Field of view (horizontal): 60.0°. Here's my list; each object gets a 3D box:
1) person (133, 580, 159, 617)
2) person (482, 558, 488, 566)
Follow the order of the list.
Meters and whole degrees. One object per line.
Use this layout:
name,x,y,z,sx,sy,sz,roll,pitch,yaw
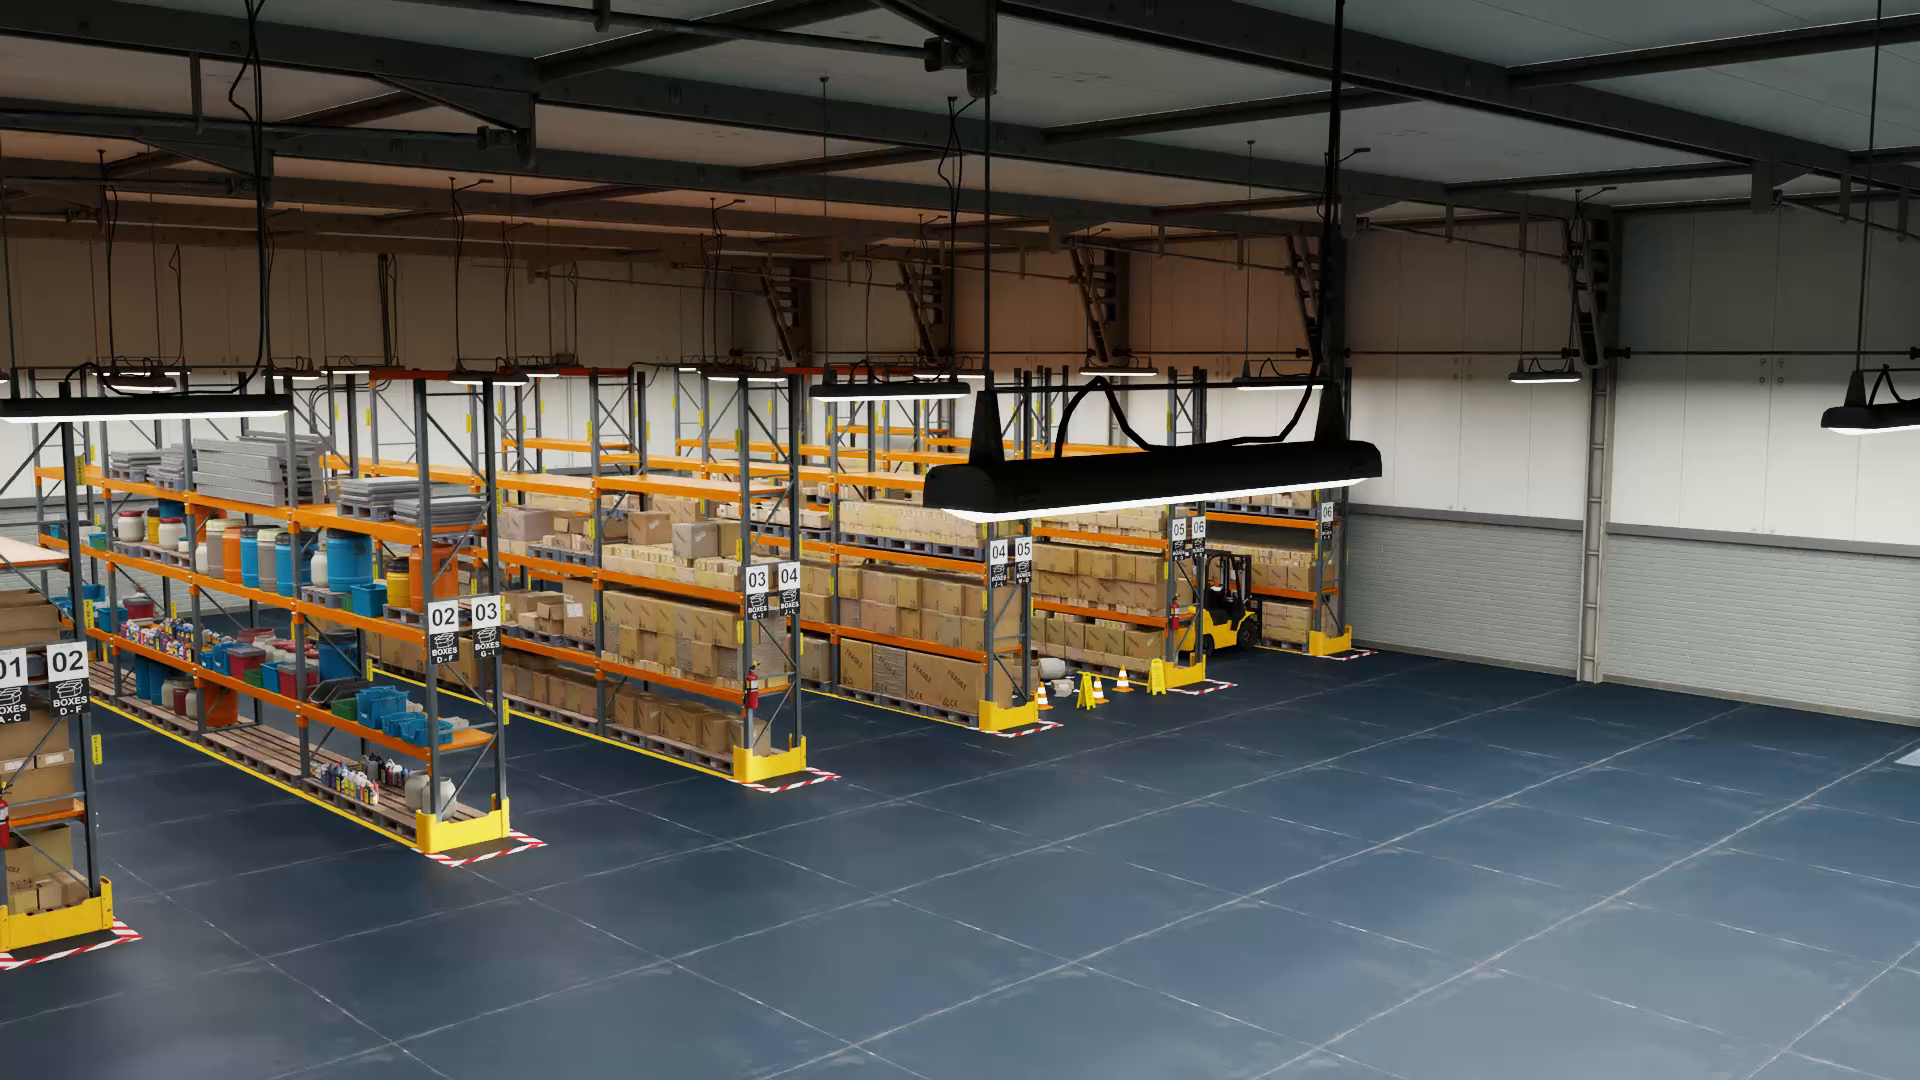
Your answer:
person,-16.732,1.641,34.168,0.912,1.661,0.660,0,6,-4
person,-11.659,0.930,40.995,0.551,1.586,0.754,0,6,2
